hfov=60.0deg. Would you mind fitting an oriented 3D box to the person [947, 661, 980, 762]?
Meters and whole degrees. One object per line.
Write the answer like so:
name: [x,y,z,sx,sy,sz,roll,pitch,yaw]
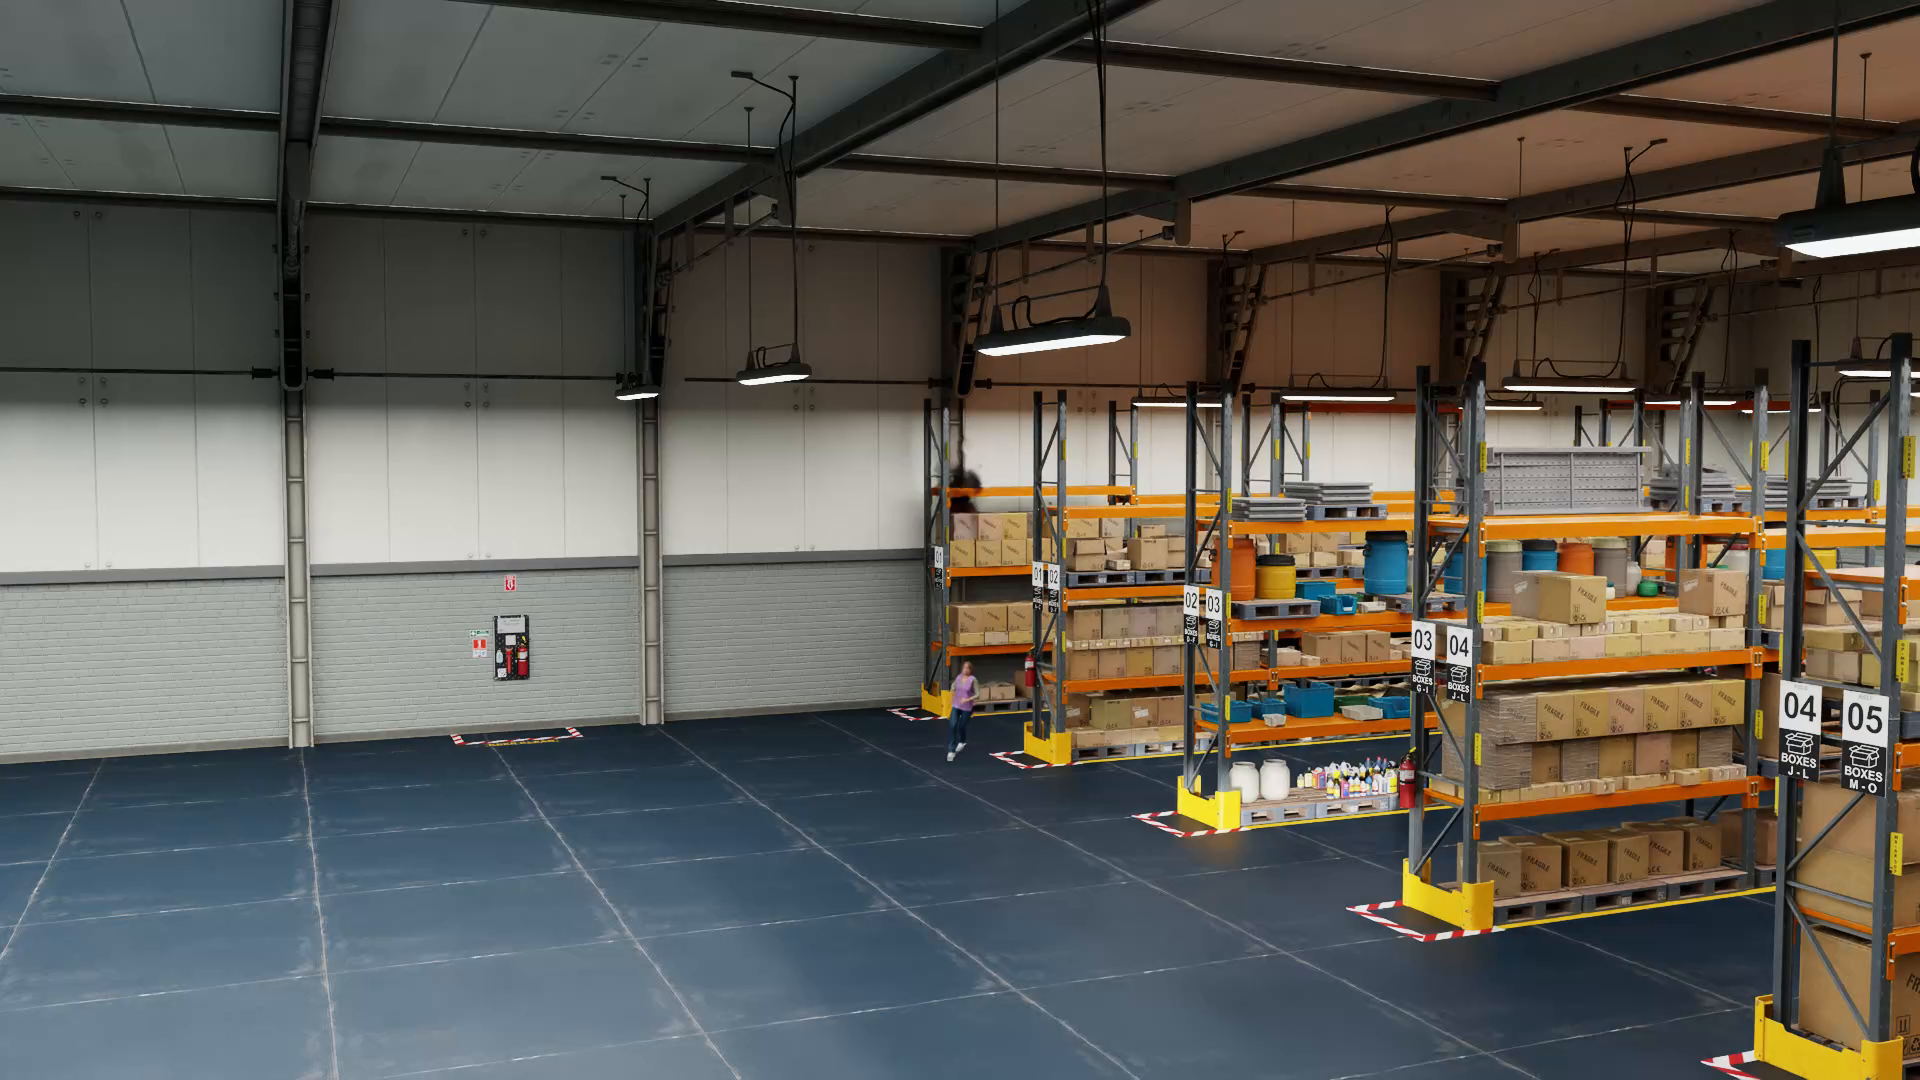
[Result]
person: [0.052,2.771,27.142,0.565,1.582,0.809,1,3,16]
